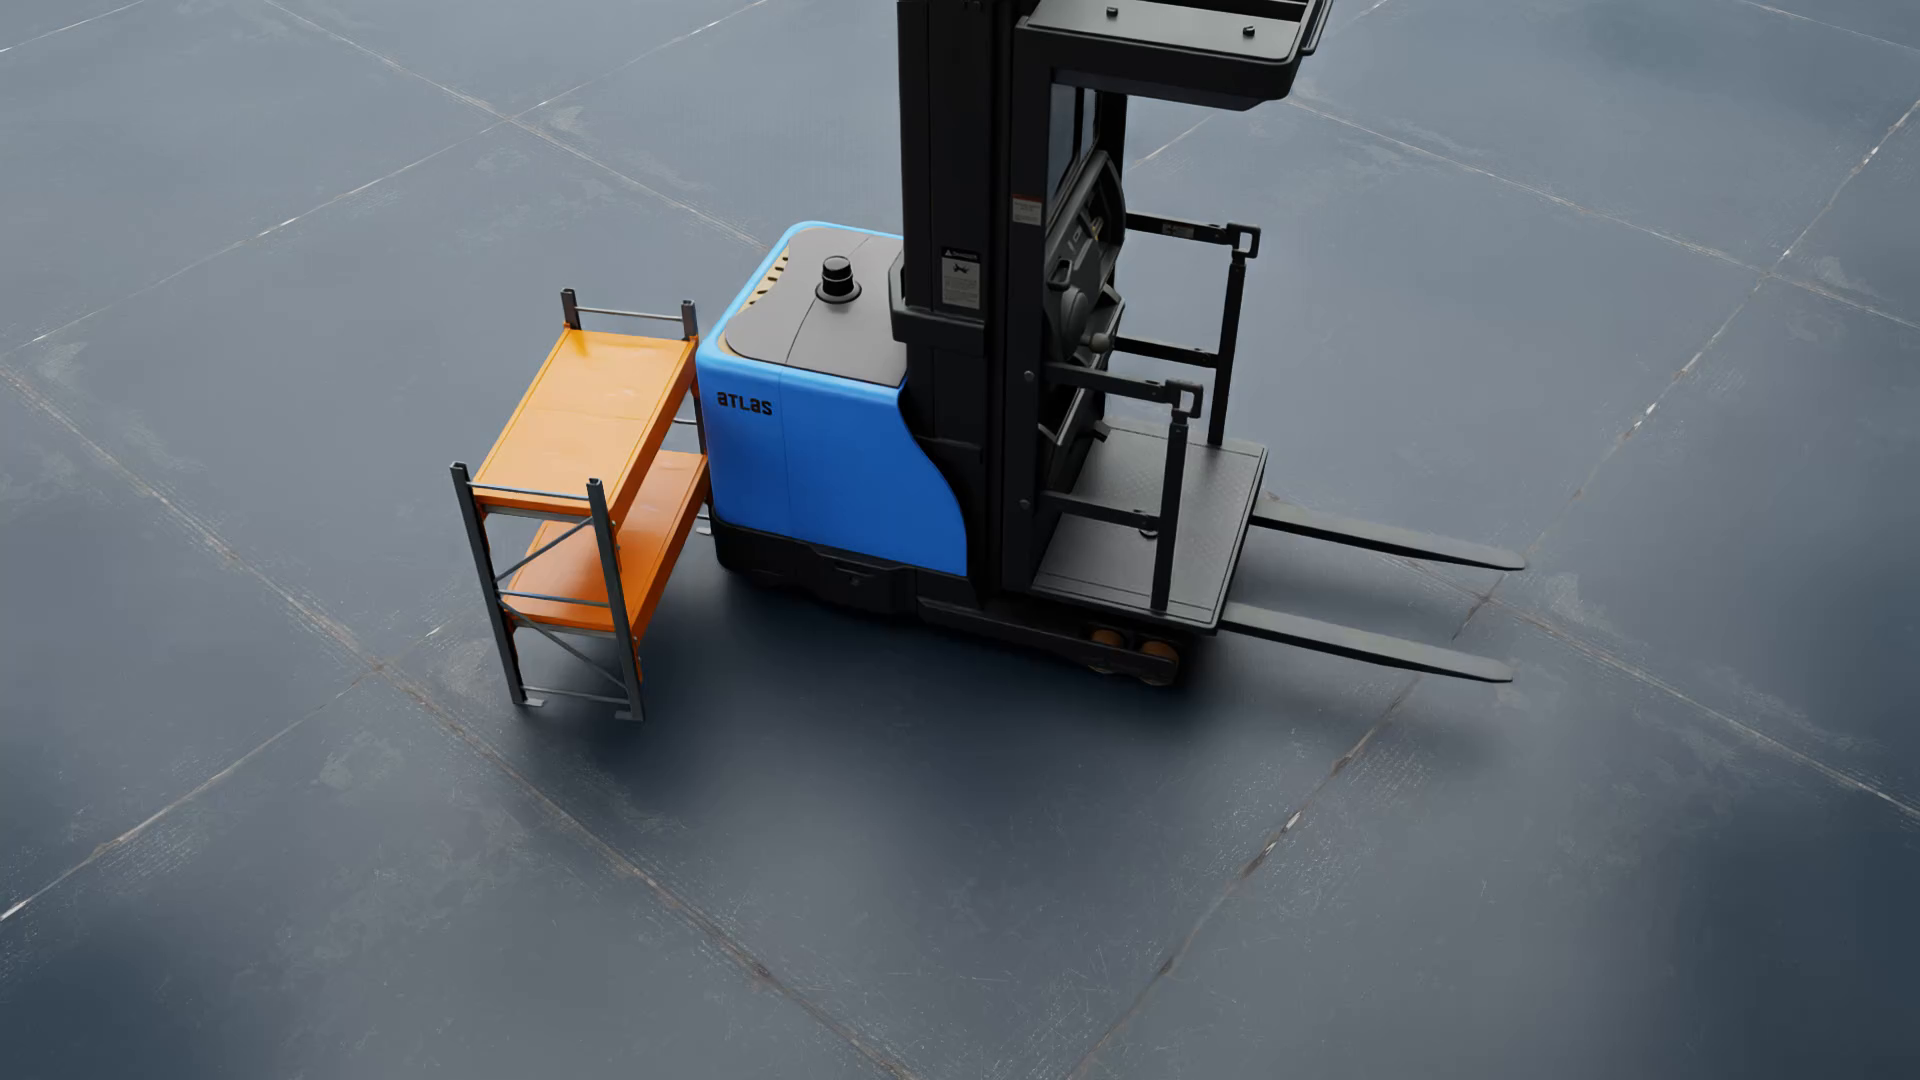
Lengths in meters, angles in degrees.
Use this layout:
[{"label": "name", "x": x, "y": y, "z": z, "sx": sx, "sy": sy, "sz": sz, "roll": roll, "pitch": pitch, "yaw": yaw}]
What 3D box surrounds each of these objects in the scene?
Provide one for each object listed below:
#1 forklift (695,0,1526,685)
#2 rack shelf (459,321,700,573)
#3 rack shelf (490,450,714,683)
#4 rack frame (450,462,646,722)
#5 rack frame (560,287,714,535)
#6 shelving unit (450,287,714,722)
[{"label": "forklift", "x": 0.613, "y": -0.950, "z": 5.616, "sx": 3.031, "sy": 2.935, "sz": 1.130, "roll": 12, "pitch": 44, "yaw": 13}, {"label": "rack shelf", "x": -1.301, "y": -0.351, "z": 5.865, "sx": 0.538, "sy": 0.278, "sz": 1.000, "roll": 7, "pitch": 43, "yaw": 7}, {"label": "rack shelf", "x": -1.301, "y": 0.047, "z": 6.226, "sx": 0.538, "sy": 0.278, "sz": 1.000, "roll": 7, "pitch": 43, "yaw": 7}, {"label": "rack frame", "x": -1.389, "y": 0.202, "z": 5.691, "sx": 0.500, "sy": 1.125, "sz": 0.032, "roll": 7, "pitch": 43, "yaw": 7}, {"label": "rack frame", "x": -1.212, "y": -0.471, "z": 6.432, "sx": 0.500, "sy": 1.125, "sz": 0.032, "roll": 7, "pitch": 43, "yaw": 7}, {"label": "shelving unit", "x": -1.301, "y": -0.134, "z": 6.062, "sx": 0.538, "sy": 1.125, "sz": 1.048, "roll": 7, "pitch": 43, "yaw": 7}]
